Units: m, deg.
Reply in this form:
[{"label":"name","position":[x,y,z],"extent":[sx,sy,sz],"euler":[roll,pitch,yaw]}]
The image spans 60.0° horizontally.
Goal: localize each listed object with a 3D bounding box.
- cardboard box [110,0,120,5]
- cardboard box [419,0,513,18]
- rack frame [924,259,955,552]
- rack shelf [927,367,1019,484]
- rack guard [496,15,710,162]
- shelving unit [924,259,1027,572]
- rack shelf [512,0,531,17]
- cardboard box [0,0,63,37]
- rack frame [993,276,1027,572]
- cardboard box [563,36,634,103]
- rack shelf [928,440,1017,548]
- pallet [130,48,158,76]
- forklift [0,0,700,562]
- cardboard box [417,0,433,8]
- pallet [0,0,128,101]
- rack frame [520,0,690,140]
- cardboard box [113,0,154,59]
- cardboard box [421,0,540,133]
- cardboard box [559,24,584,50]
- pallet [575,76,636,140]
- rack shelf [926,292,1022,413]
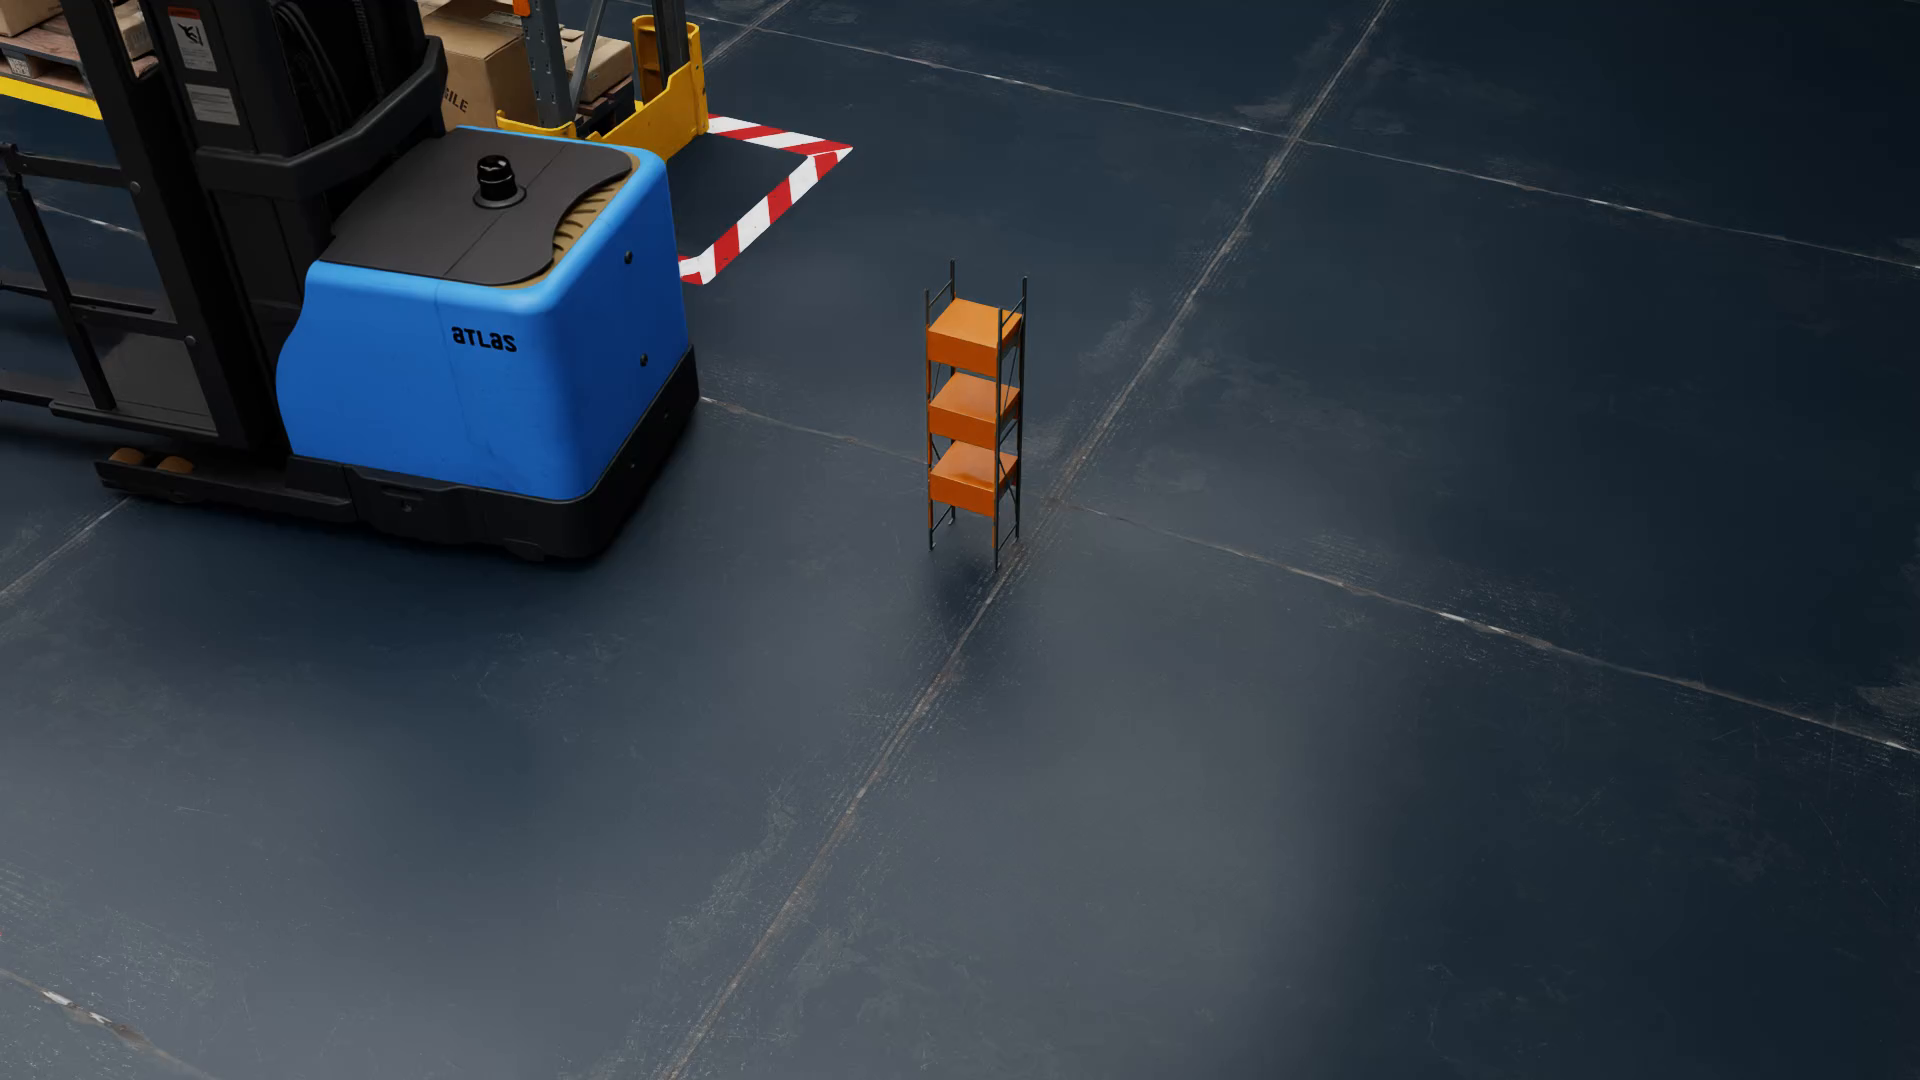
[{"label":"cardboard box","position":[-4.515,-3.171,8.691],"extent":[0.500,0.500,0.500],"euler":[17,44,19]},{"label":"cardboard box","position":[-2.352,-2.415,8.010],"extent":[0.500,0.250,0.500],"euler":[17,44,19]},{"label":"rack frame","position":[-0.062,-0.416,5.428],"extent":[0.008,1.050,0.200],"euler":[17,44,19]},{"label":"rack shelf","position":[0.048,-0.374,5.396],"extent":[0.240,0.259,0.215],"euler":[17,44,19]},{"label":"rack guard","position":[-1.595,-1.907,7.569],"extent":[0.348,0.500,1.175],"euler":[17,44,19]},{"label":"shelving unit","position":[0.048,-0.382,5.389],"extent":[0.252,1.050,0.215],"euler":[17,44,19]},{"label":"rack shelf","position":[-3.338,-3.113,7.600],"extent":[4.000,0.370,1.077],"euler":[17,44,19]},{"label":"cardboard box","position":[-4.862,-2.844,8.458],"extent":[0.500,0.311,0.500],"euler":[17,44,19]},{"label":"rack frame","position":[0.159,-0.348,5.350],"extent":[0.008,1.050,0.200],"euler":[17,44,19]},{"label":"cardboard box","position":[-1.760,-2.240,7.885],"extent":[0.250,0.149,0.380],"euler":[17,44,19]},{"label":"rack shelf","position":[0.048,-0.164,5.578],"extent":[0.240,0.259,0.215],"euler":[17,44,19]},{"label":"pallet","position":[-3.419,-2.357,8.308],"extent":[1.213,0.211,1.003],"euler":[17,44,19]},{"label":"forklift","position":[-2.555,-1.561,5.313],"extent":[3.031,2.935,1.130],"euler":[10,42,11]},{"label":"cardboard box","position":[-2.805,-2.554,8.170],"extent":[0.500,0.250,0.500],"euler":[17,44,19]},{"label":"pallet","position":[-4.529,-2.694,8.697],"extent":[1.213,0.211,1.003],"euler":[17,44,19]},{"label":"rack frame","position":[-1.526,-2.831,6.726],"extent":[0.127,3.000,1.000],"euler":[17,44,19]},{"label":"cardboard box","position":[-4.074,-2.556,8.236],"extent":[0.250,0.166,0.380],"euler":[17,44,19]},{"label":"cardboard box","position":[-2.123,-2.057,7.405],"extent":[0.500,0.500,0.500],"euler":[17,44,19]},{"label":"cardboard box","position":[-1.987,-2.316,7.959],"extent":[0.250,0.166,0.380],"euler":[17,44,19]},{"label":"pallet","position":[-2.318,-2.018,7.918],"extent":[1.213,0.211,1.003],"euler":[17,44,19]},{"label":"rack shelf","position":[0.048,-0.588,5.210],"extent":[0.240,0.259,0.215],"euler":[17,44,19]}]
